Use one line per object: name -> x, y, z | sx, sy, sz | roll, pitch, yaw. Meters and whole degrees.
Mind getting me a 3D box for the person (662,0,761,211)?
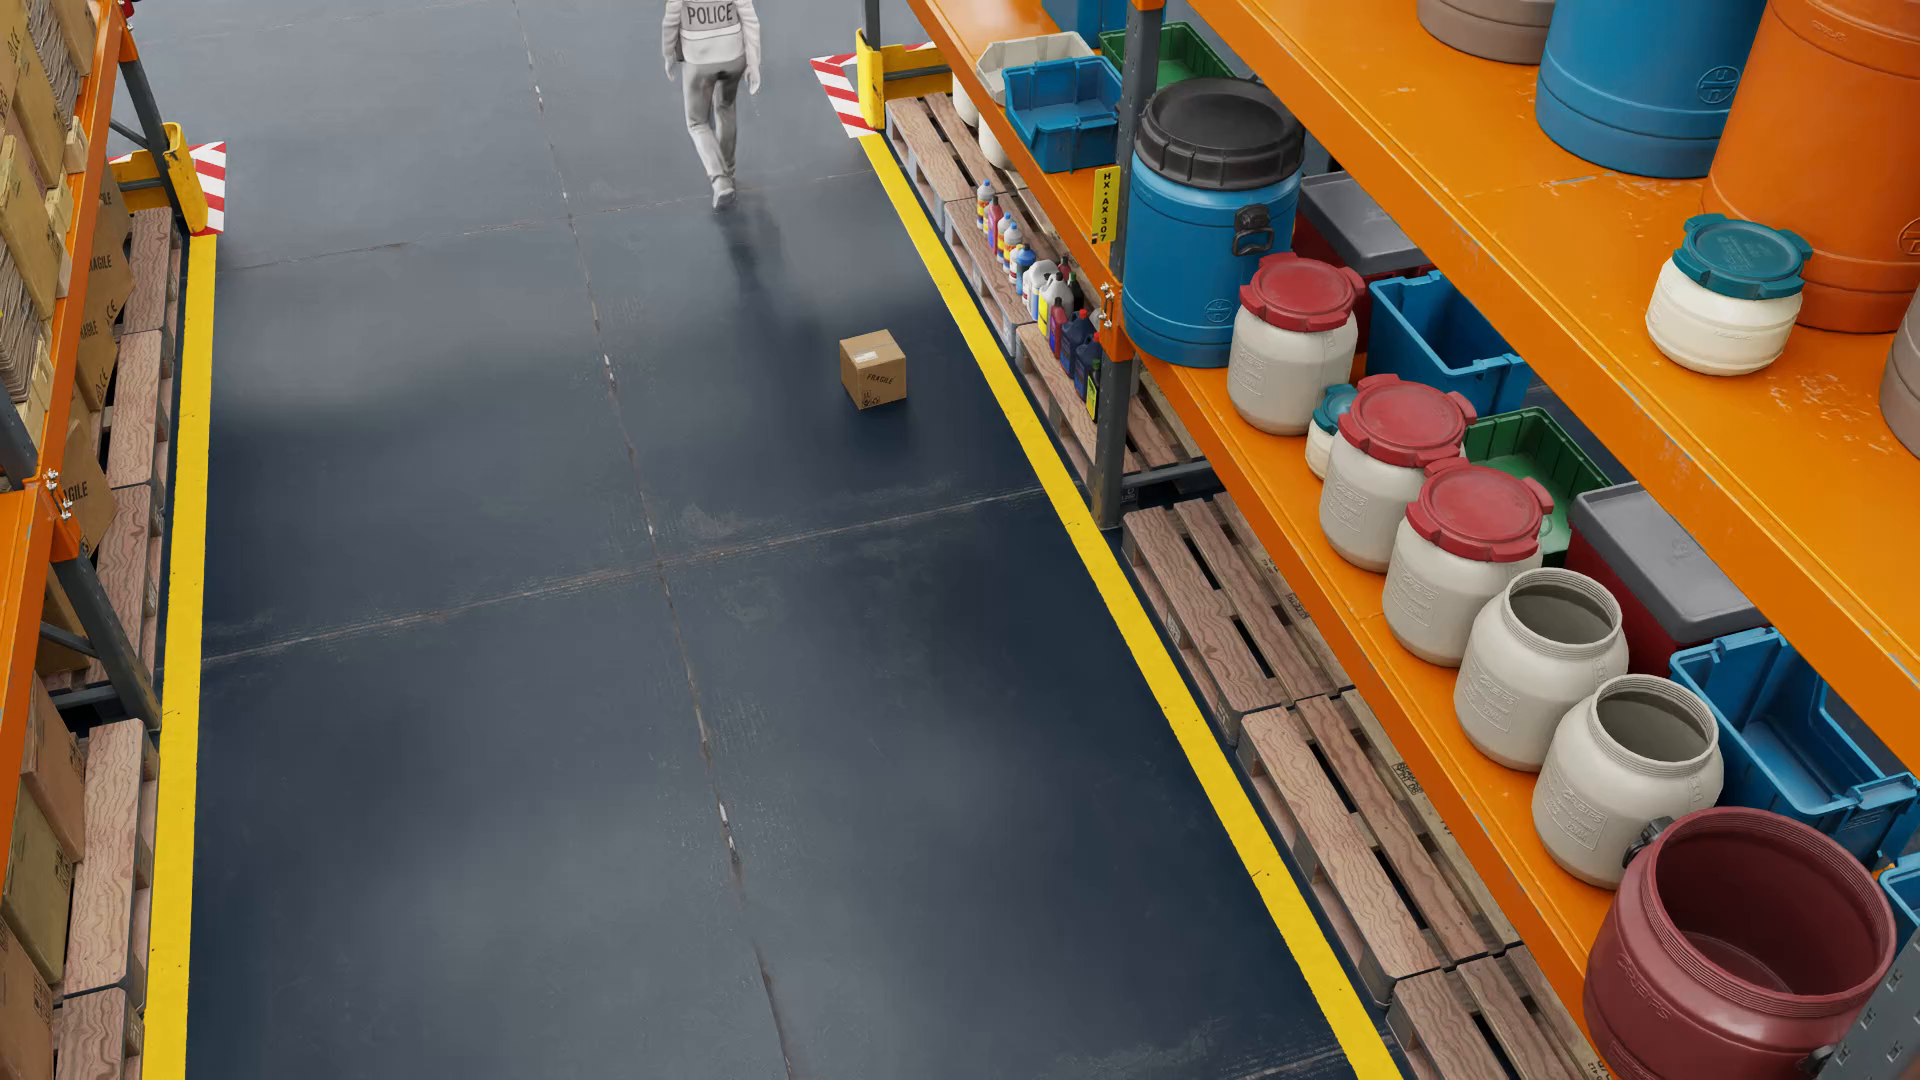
person -> -1.321, -2.580, 8.944 | 0.506, 1.648, 0.840 | -14, 44, -15
